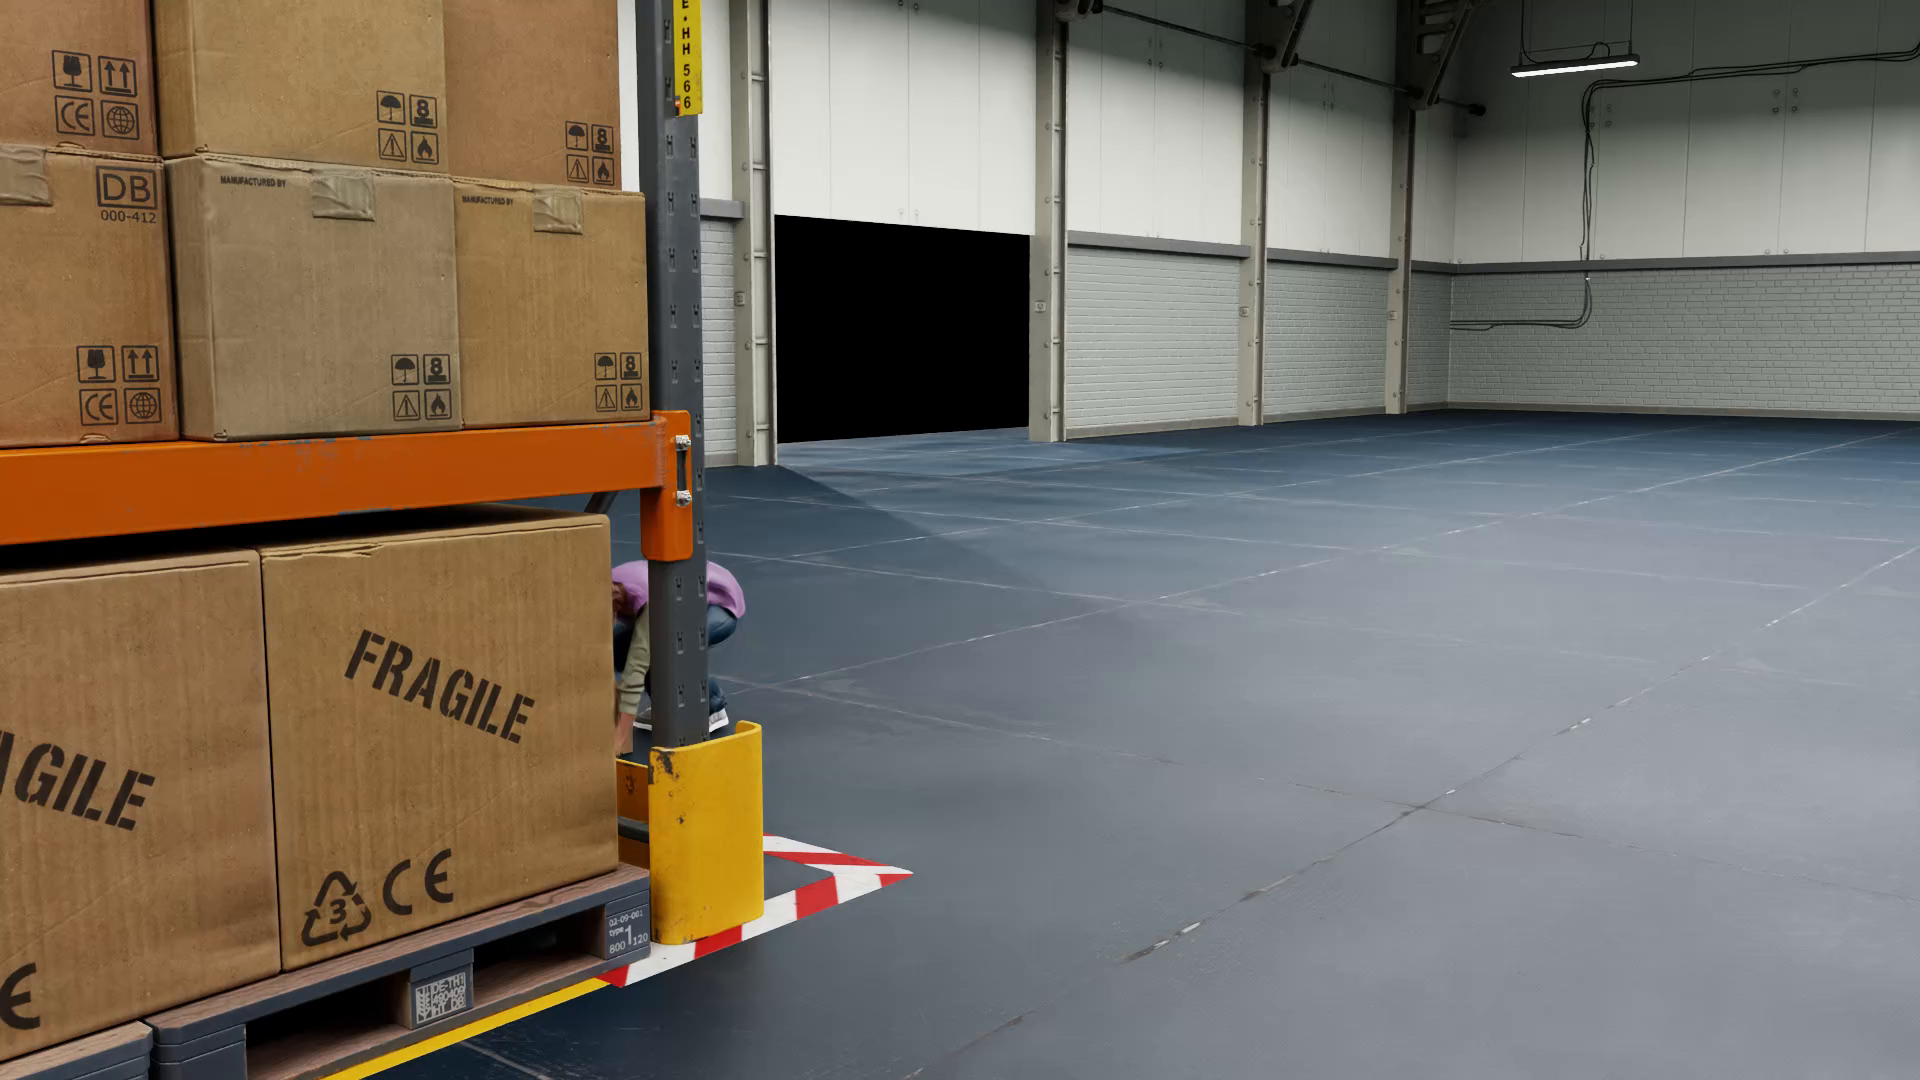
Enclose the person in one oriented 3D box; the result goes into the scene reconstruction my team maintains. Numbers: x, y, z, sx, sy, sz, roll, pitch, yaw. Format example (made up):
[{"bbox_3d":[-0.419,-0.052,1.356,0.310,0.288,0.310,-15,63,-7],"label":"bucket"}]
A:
[{"bbox_3d":[-1.165,0.425,6.279,0.422,0.709,0.866,5,9,37],"label":"person"}]
